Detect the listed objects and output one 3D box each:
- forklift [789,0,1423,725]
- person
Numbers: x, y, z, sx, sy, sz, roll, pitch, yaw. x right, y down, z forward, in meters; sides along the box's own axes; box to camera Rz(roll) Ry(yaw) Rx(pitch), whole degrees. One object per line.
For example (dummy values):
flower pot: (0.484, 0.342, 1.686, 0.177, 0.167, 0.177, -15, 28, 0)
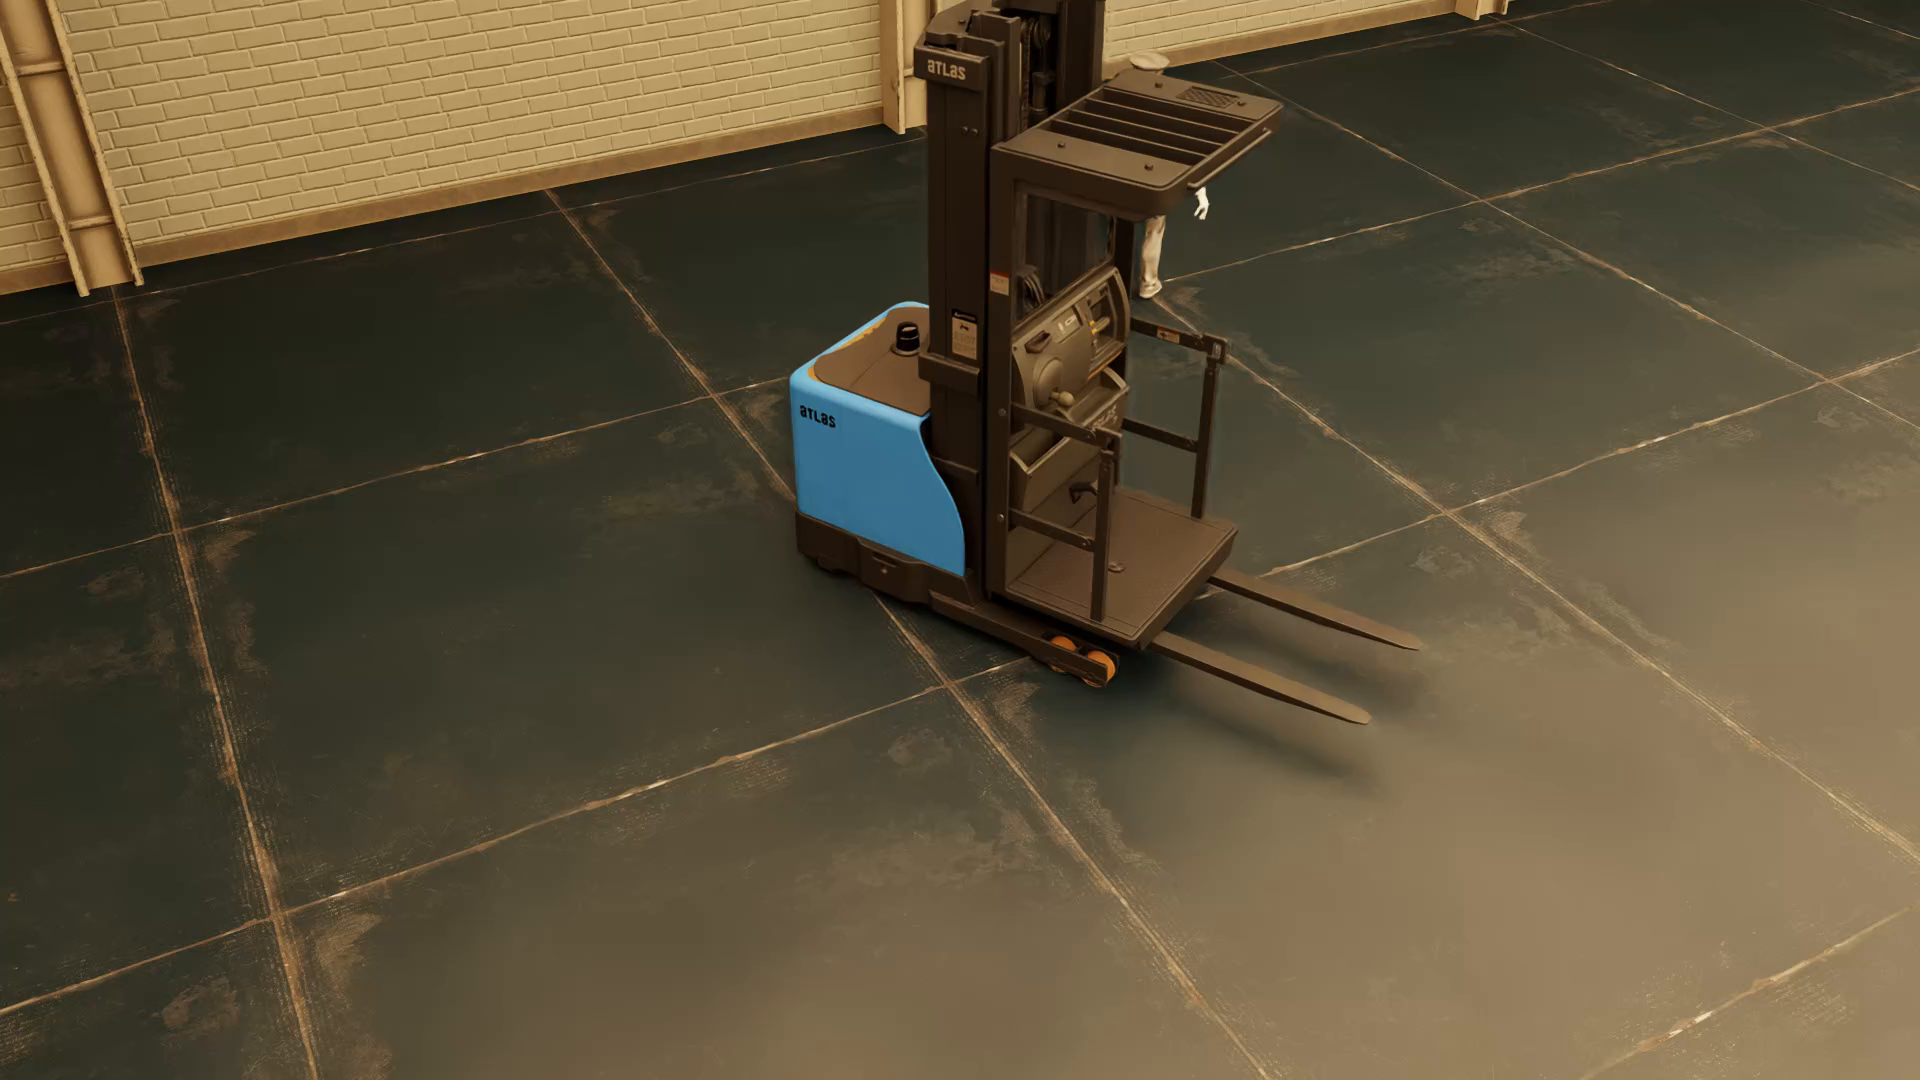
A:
forklift: (0.676, -0.867, 7.350, 3.031, 2.935, 1.130, 21, 40, 27)
person: (1.147, -2.216, 10.387, 0.879, 1.650, 0.726, 10, 37, 14)
